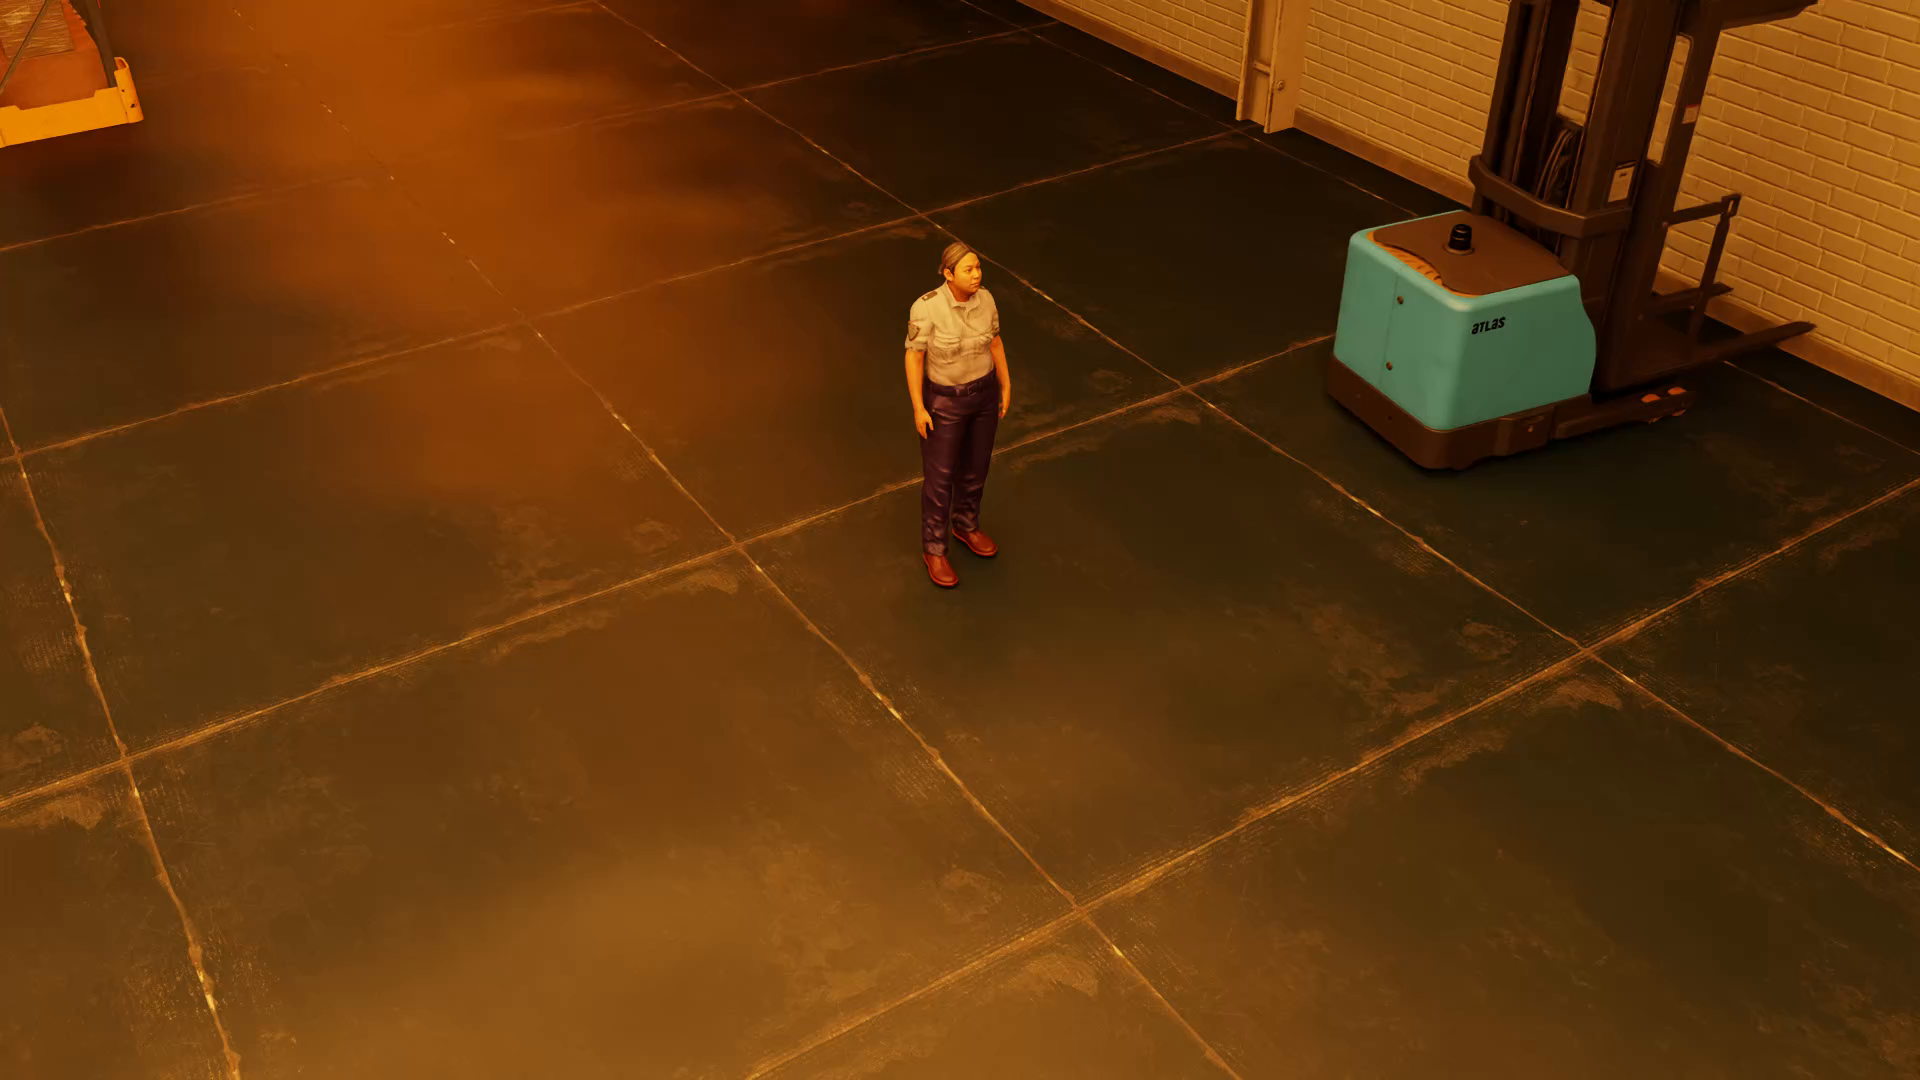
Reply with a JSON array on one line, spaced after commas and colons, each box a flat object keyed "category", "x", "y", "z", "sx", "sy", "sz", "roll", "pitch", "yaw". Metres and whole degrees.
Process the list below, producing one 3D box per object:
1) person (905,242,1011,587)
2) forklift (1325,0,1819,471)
[{"category": "person", "x": 0.030, "y": -0.630, "z": 8.148, "sx": 0.599, "sy": 1.650, "sz": 0.503, "roll": -21, "pitch": 40, "yaw": -27}, {"category": "forklift", "x": 3.723, "y": -2.142, "z": 9.196, "sx": 3.031, "sy": 2.935, "sz": 1.130, "roll": -15, "pitch": 38, "yaw": -20}]
